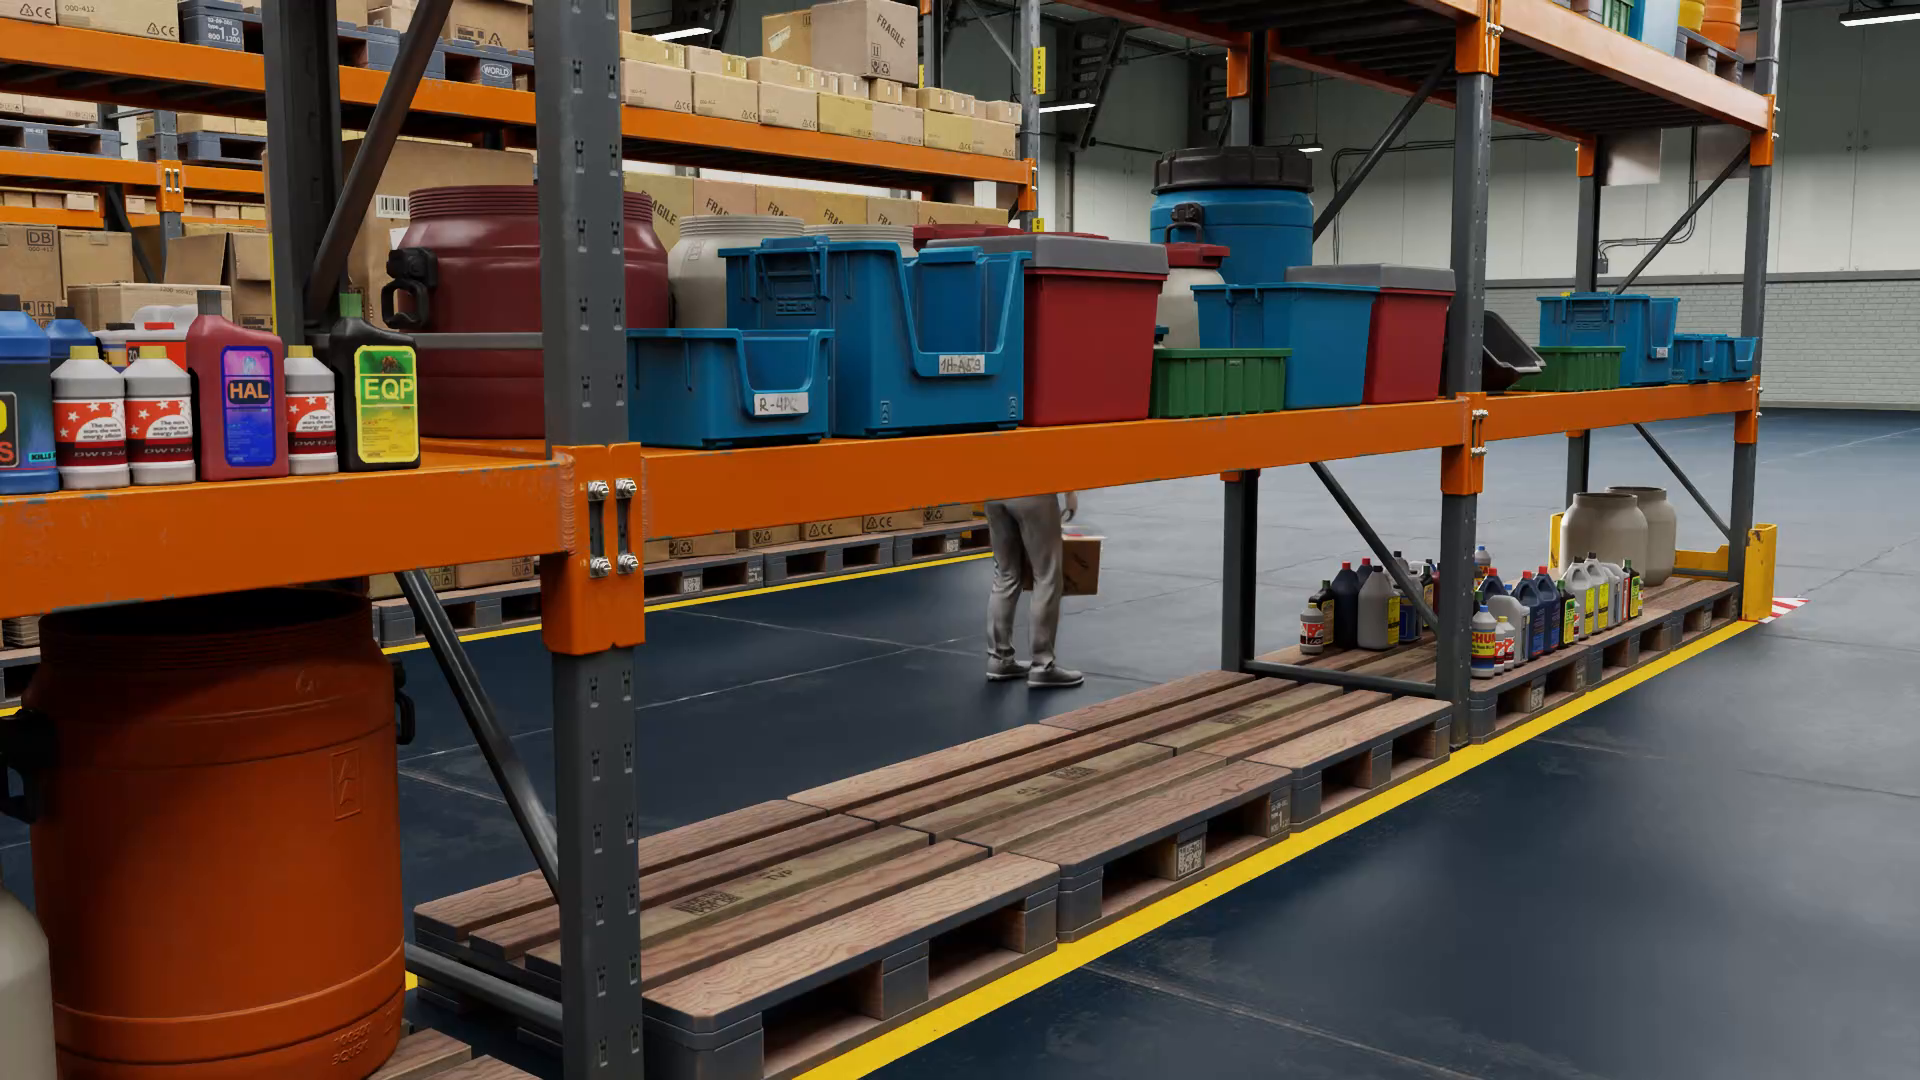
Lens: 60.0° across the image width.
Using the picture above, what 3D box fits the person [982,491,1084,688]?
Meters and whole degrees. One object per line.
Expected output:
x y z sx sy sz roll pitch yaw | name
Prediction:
0.277 -0.197 7.337 0.360 1.673 0.508 -7 9 -44 | person
